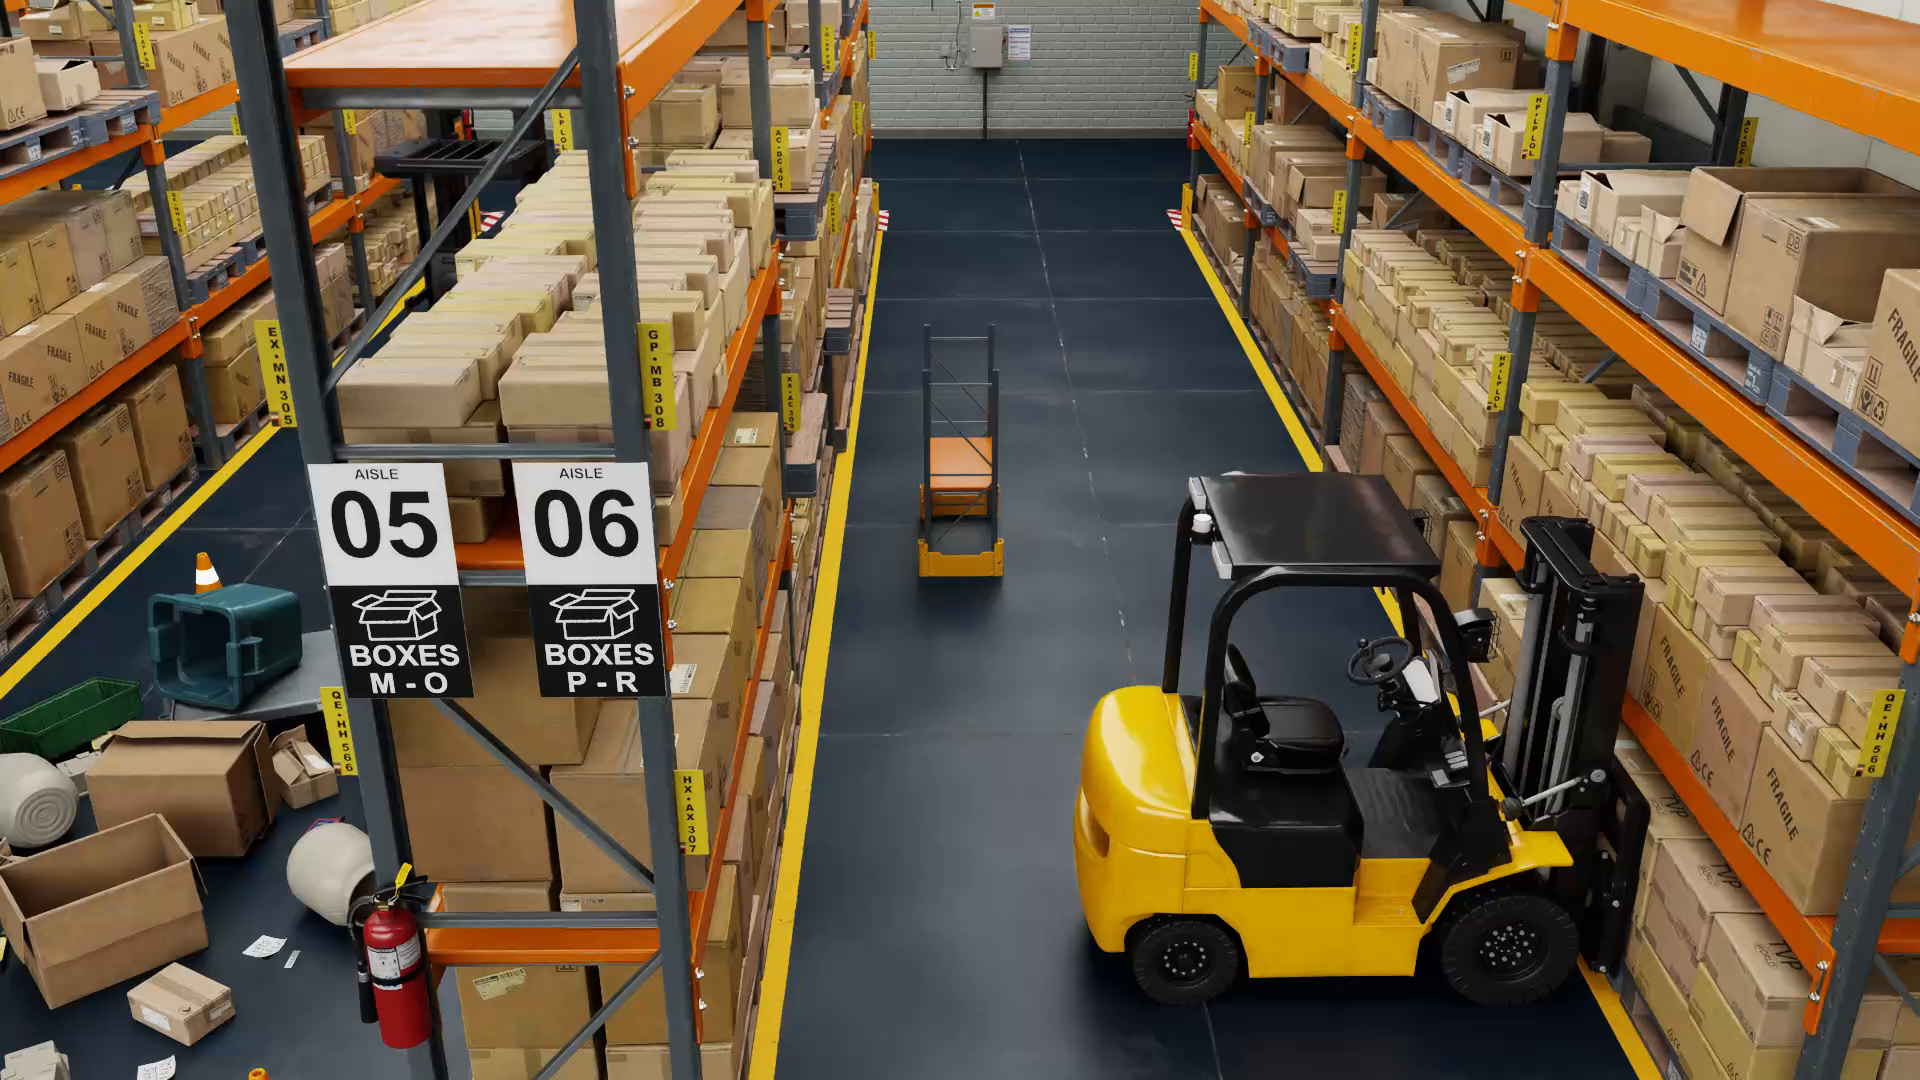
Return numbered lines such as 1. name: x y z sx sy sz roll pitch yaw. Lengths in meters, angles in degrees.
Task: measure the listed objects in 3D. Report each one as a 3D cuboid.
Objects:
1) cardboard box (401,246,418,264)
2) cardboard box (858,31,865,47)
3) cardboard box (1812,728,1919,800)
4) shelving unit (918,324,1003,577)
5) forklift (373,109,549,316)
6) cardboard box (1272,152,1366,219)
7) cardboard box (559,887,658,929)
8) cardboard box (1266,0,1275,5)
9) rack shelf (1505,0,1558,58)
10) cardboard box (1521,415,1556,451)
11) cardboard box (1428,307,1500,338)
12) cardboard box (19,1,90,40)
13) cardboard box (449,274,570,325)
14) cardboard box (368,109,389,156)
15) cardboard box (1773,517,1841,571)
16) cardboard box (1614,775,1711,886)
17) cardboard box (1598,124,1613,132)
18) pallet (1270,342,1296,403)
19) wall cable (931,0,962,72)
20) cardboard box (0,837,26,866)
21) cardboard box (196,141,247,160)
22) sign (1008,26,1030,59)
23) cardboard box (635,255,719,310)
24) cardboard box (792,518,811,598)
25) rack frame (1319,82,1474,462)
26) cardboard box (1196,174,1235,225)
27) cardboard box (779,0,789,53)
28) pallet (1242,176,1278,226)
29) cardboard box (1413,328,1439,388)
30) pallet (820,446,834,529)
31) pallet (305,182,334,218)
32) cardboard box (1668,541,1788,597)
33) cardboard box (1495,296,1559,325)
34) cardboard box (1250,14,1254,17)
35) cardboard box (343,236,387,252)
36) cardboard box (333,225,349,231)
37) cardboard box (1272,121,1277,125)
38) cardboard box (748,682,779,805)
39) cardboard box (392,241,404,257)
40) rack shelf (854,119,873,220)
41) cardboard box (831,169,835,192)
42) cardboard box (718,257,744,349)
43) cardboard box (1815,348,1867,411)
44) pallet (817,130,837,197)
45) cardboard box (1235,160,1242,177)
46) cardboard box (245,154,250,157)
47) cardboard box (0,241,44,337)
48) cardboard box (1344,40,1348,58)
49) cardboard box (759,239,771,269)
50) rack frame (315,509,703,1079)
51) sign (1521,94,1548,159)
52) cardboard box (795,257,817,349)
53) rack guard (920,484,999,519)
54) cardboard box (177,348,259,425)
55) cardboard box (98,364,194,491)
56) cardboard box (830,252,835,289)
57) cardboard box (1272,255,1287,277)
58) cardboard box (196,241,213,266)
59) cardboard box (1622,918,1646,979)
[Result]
1. cardboard box: -6.244 -3.166 18.444 0.380 0.149 0.250 -1 24 -2
2. cardboard box: -1.283 -5.739 19.061 0.380 0.149 0.250 0 24 -1
3. cardboard box: 3.253 0.786 5.846 0.380 0.149 0.250 0 24 0
4. shelving unit: 0.001 -0.652 11.755 0.587 1.500 1.083 0 24 -1
5. forklift: -3.805 -2.080 13.176 1.130 2.935 3.031 2 24 4
6. cardboard box: 3.201 -3.175 14.883 0.700 0.500 0.500 0 24 -1
7. cardboard box: -1.223 1.267 5.998 0.380 0.149 0.250 0 24 0
8. cardboard box: 3.005 -4.961 15.135 0.380 0.149 0.250 -1 24 -2
9. rack shelf: 3.471 -3.427 10.148 1.077 0.370 4.000 0 24 -1
10. cardboard box: 3.233 -0.588 8.884 0.380 0.149 0.250 -1 24 -1
11. cardboard box: 3.224 -1.386 10.650 0.380 0.149 0.250 0 24 0
12. cardboard box: -6.727 -3.866 12.352 0.396 0.266 0.258 0 24 -1
13. cardboard box: -1.658 -0.878 6.131 0.380 0.149 0.250 0 24 -1
14. cardboard box: -6.272 -4.178 17.249 0.500 0.500 0.500 0 24 -1
15. cardboard box: 3.758 0.016 7.189 0.380 0.149 0.250 0 24 0
16. cardboard box: 3.193 1.268 7.303 0.500 0.250 0.500 0 24 0
17. cardboard box: 3.557 -2.322 9.661 0.380 0.149 0.250 0 24 -1
18. pallet: 3.469 -1.566 15.340 1.003 0.211 1.213 0 24 -1
19. wall cable: -0.268 -8.098 25.164 0.588 1.984 0.122 0 24 -1
20. cardboard box: -4.559 1.654 8.153 0.396 0.266 0.258 4 25 9
21. cardboard box: -6.953 -3.657 15.651 0.380 0.149 0.250 0 24 1
22. sign: 0.908 -7.617 25.450 0.329 0.494 0.001 0 24 -1
23. cardboard box: -1.134 -0.991 6.381 0.380 0.149 0.250 0 24 1
24. cardboard box: -1.490 0.138 10.867 0.950 0.372 0.625 1 24 3
25. rack frame: 3.449 -2.027 12.976 1.000 3.000 0.127 0 24 -1
26. cardboard box: 3.274 -4.125 20.134 0.797 0.503 0.637 -1 24 -3
27. cardboard box: -1.715 -4.014 13.098 0.700 0.500 0.500 -1 24 -3
28. pallet: 3.305 -3.258 15.931 1.003 0.211 1.213 0 24 -1
29. cardboard box: 3.219 -1.162 10.639 0.500 0.250 0.500 0 24 0
30. pallet: -1.507 -0.411 12.786 1.003 0.211 1.213 0 24 -1
31. pallet: -6.643 -3.185 15.768 1.003 0.211 1.213 0 24 -1
32. cardboard box: 3.208 0.120 6.958 0.380 0.149 0.250 0 24 0
33. cardboard box: 3.734 -1.494 10.889 0.380 0.149 0.250 0 24 0
34. cardboard box: 3.107 -5.176 16.602 0.380 0.149 0.250 0 24 -1
35. cardboard box: -6.299 -3.112 17.602 0.380 0.149 0.250 -1 24 -1
36. cardboard box: -6.843 -3.323 18.068 0.380 0.149 0.250 -1 24 -3
37. cardboard box: 3.654 -4.367 17.971 0.500 0.250 0.500 0 24 1
38. cardboard box: -1.182 1.027 8.140 0.500 0.500 0.500 1 24 2
39. cardboard box: -6.301 -3.195 18.148 0.380 0.149 0.250 1 24 2
40. rack shelf: -1.579 -4.148 18.538 1.077 0.370 4.000 0 24 -1
41. cardboard box: -1.290 -2.913 13.600 0.500 0.500 0.500 0 24 0
42. cardboard box: -1.178 -0.981 6.843 0.500 0.250 0.500 0 24 1
43. cardboard box: 3.224 -0.560 5.766 0.380 0.149 0.250 -1 24 -2
44. pallet: -1.385 -2.319 10.208 1.213 0.211 1.003 0 24 -1
45. cardboard box: 3.098 -3.906 17.434 0.380 0.149 0.250 0 24 1
46. cardboard box: -6.299 -3.446 15.186 0.380 0.149 0.250 0 24 -1
47. cardboard box: -6.447 -1.625 10.752 0.700 0.500 0.500 0 24 -1
48. cardboard box: 3.244 -3.868 13.103 0.380 0.149 0.250 0 24 1
49. cardboard box: -1.161 -1.479 8.428 0.380 0.149 0.250 0 24 0
50. rack frame: -1.427 1.293 5.635 1.000 3.000 0.127 0 24 -1
51. sign: 2.950 -2.118 8.528 0.100 0.325 0.005 0 24 -1
52. cardboard box: -1.203 -1.544 10.915 0.500 0.500 0.500 -1 24 -3
53. rack guard: -0.005 -0.288 12.466 0.587 0.250 0.087 0 24 -1
54. cardboard box: -6.215 -1.285 13.858 0.500 0.500 0.500 -1 24 -3
55. cardboard box: -6.546 -0.855 12.603 1.050 0.750 0.750 -1 24 -1
56. cardboard box: -1.268 -2.138 13.403 0.500 0.250 0.500 -1 24 -1
57. cardboard box: 3.238 -2.655 16.100 0.380 0.149 0.250 -1 24 -3
58. cardboard box: -6.268 -2.312 13.401 0.380 0.149 0.250 1 24 2
59. cardboard box: 3.223 1.727 7.501 0.500 0.250 0.500 0 24 0
